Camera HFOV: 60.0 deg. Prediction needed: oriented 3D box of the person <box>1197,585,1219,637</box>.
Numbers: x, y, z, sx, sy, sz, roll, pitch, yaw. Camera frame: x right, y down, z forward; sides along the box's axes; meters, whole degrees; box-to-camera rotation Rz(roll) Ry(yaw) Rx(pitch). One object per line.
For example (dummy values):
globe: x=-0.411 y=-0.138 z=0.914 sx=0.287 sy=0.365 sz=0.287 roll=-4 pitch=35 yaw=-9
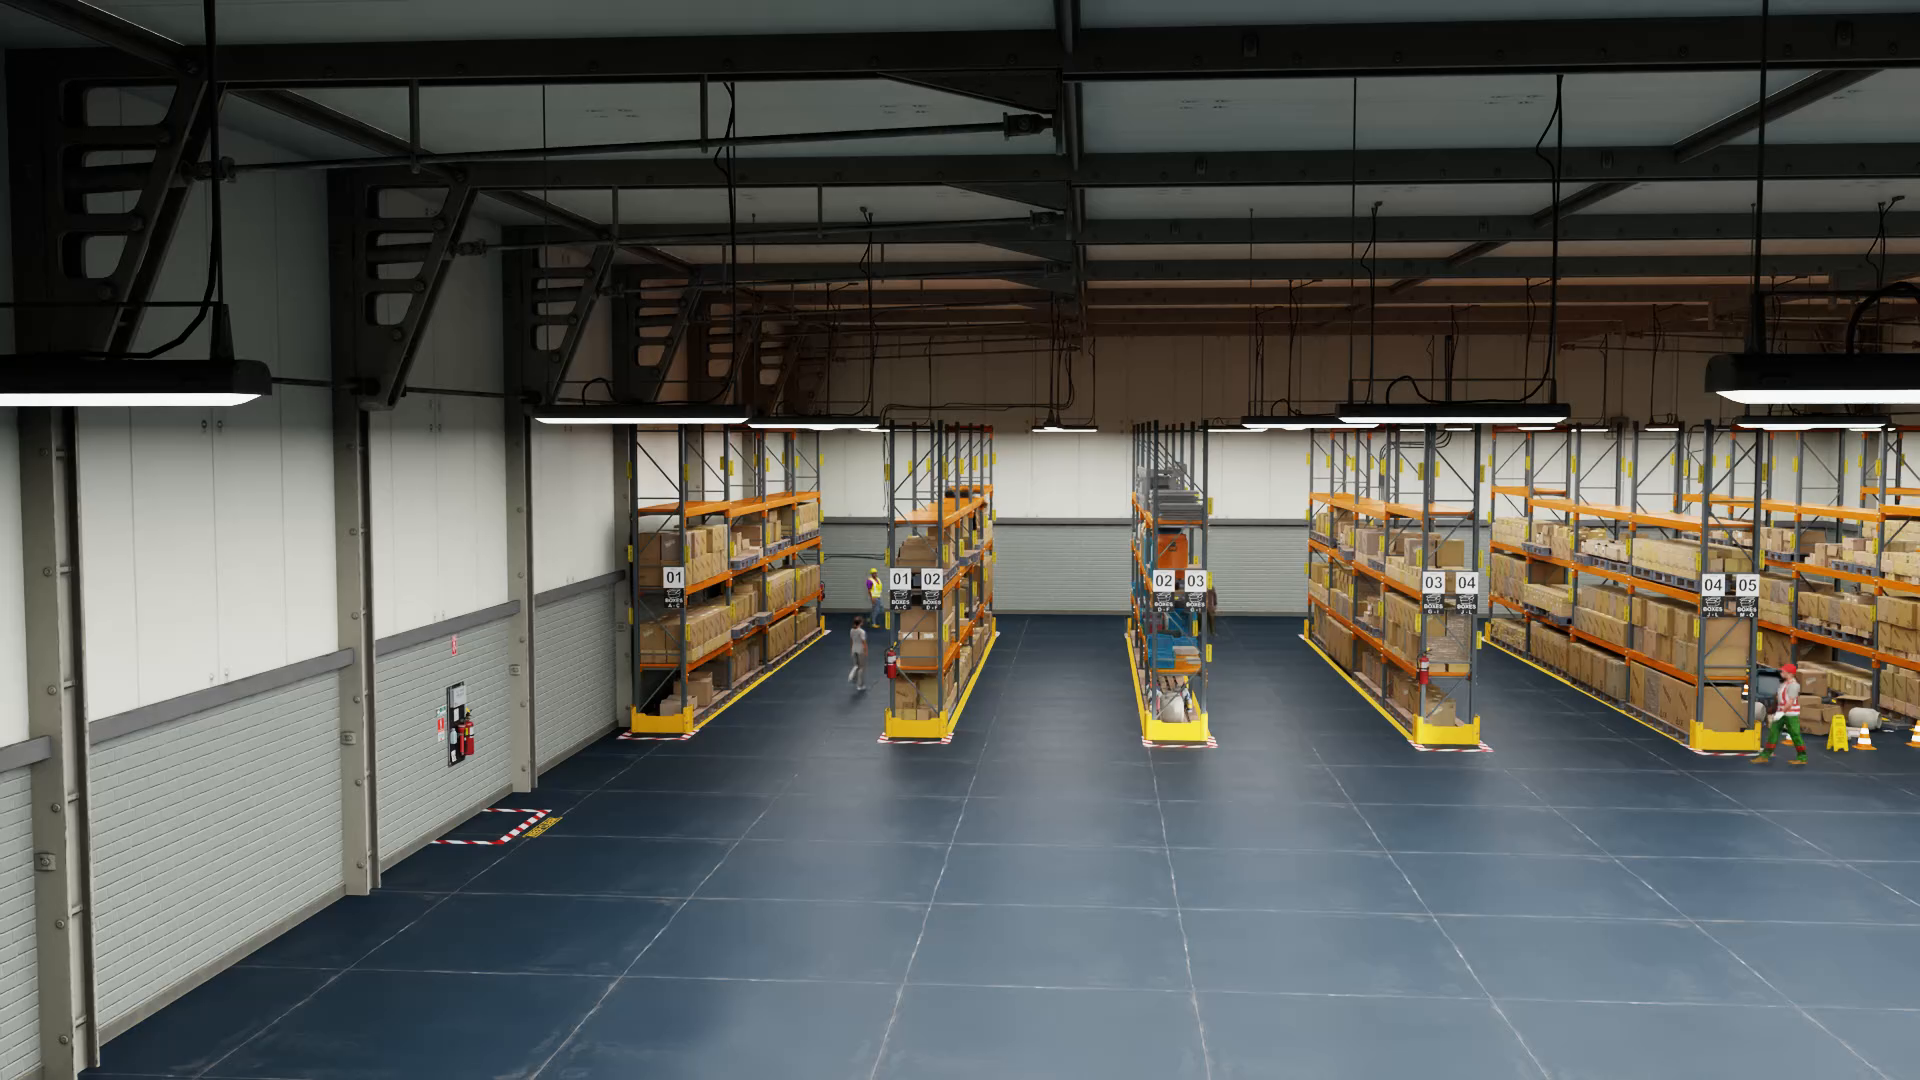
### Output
person: x=6.945 y=1.858 z=46.953 sx=0.726 sy=1.719 sz=1.110 roll=-1 pitch=4 yaw=-10

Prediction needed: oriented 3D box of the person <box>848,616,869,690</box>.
person: x=-2.276 y=2.528 z=37.143 sx=0.455 sy=1.660 sz=0.523 roll=3 pitch=5 yaw=39

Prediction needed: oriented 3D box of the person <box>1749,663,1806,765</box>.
person: x=14.190 y=3.006 z=28.698 sx=0.863 sy=1.766 sz=0.549 roll=0 pitch=4 yaw=-1

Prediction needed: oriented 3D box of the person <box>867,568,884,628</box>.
person: x=-2.504 y=1.714 z=49.182 sx=0.476 sy=1.756 sz=0.600 roll=1 pitch=4 yaw=13
